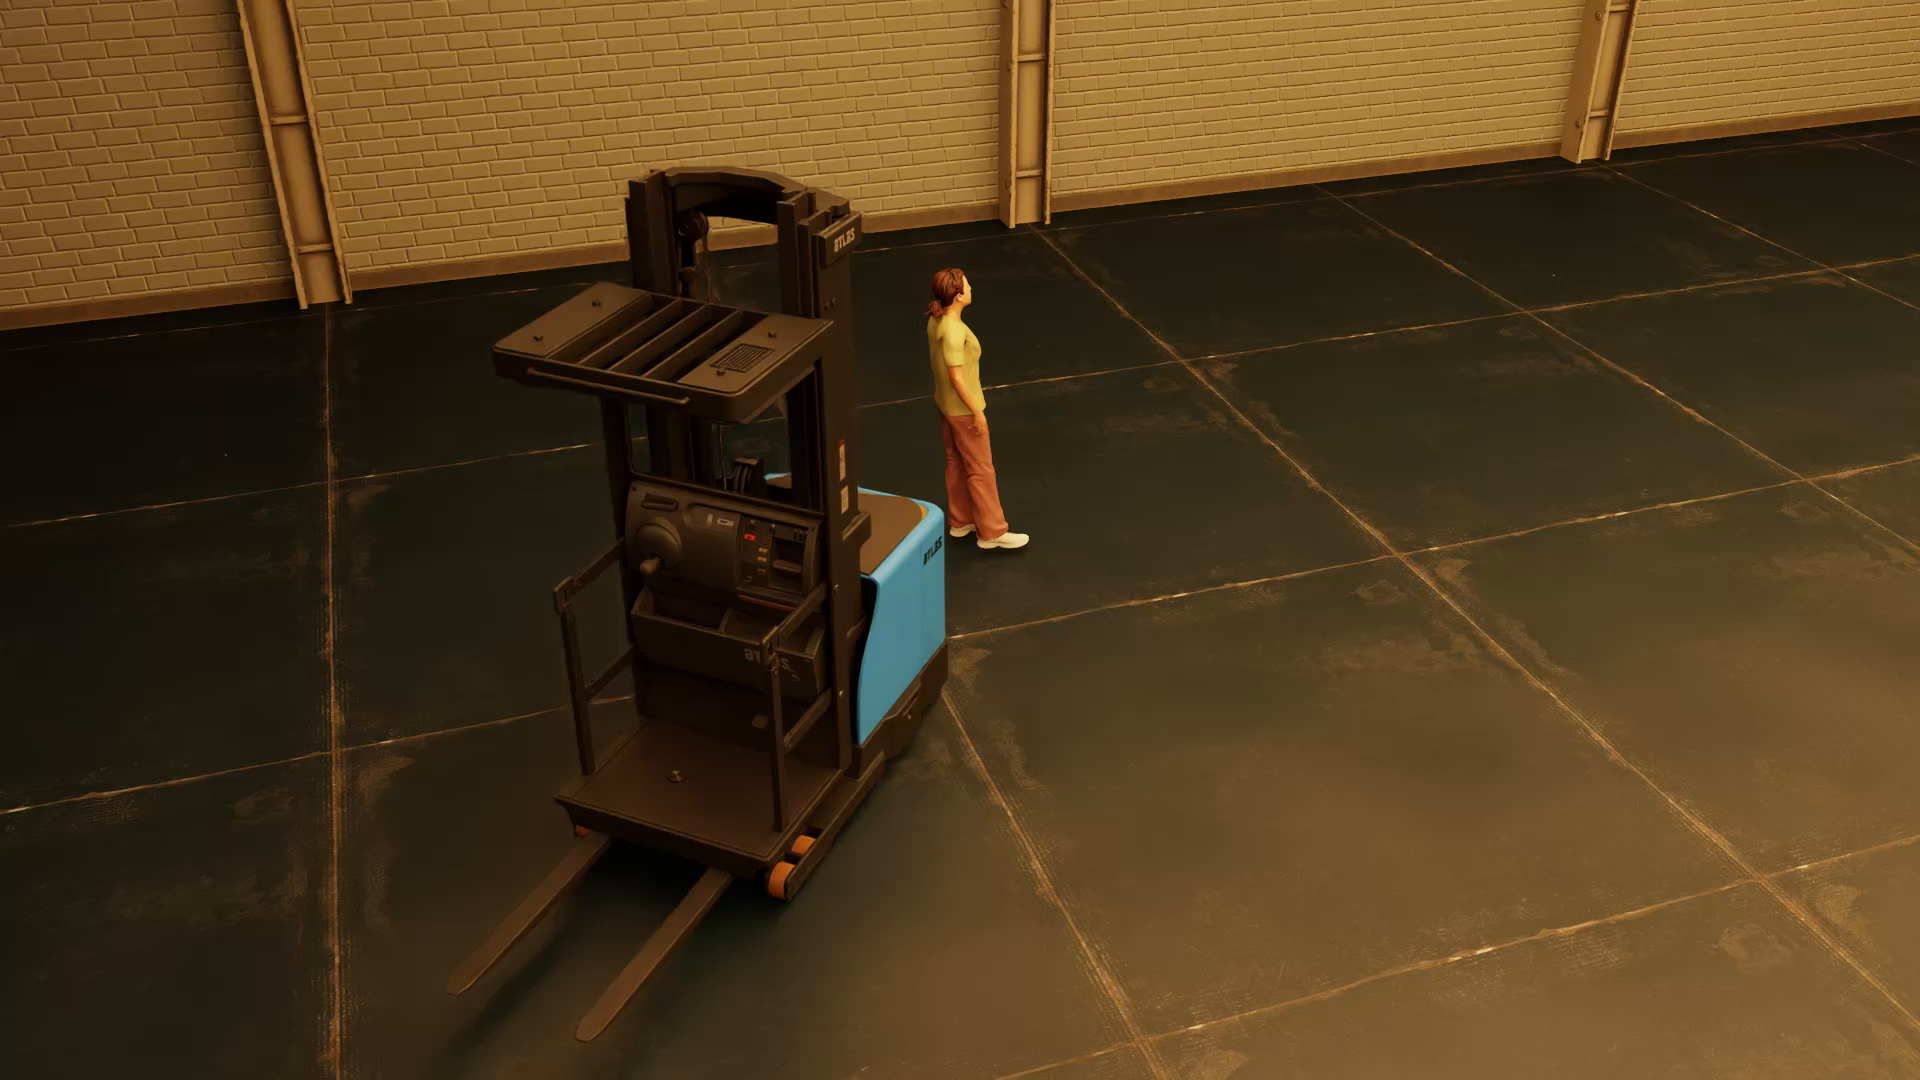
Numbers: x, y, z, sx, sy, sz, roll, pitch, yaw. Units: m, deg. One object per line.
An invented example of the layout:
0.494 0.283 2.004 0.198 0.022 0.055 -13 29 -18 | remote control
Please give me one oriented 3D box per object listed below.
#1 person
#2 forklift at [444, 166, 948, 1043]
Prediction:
0.074 -0.774 9.595 0.548 1.674 0.552 -10 31 -16 | person
-1.113 0.063 6.978 1.130 2.935 3.031 12 32 20 | forklift
